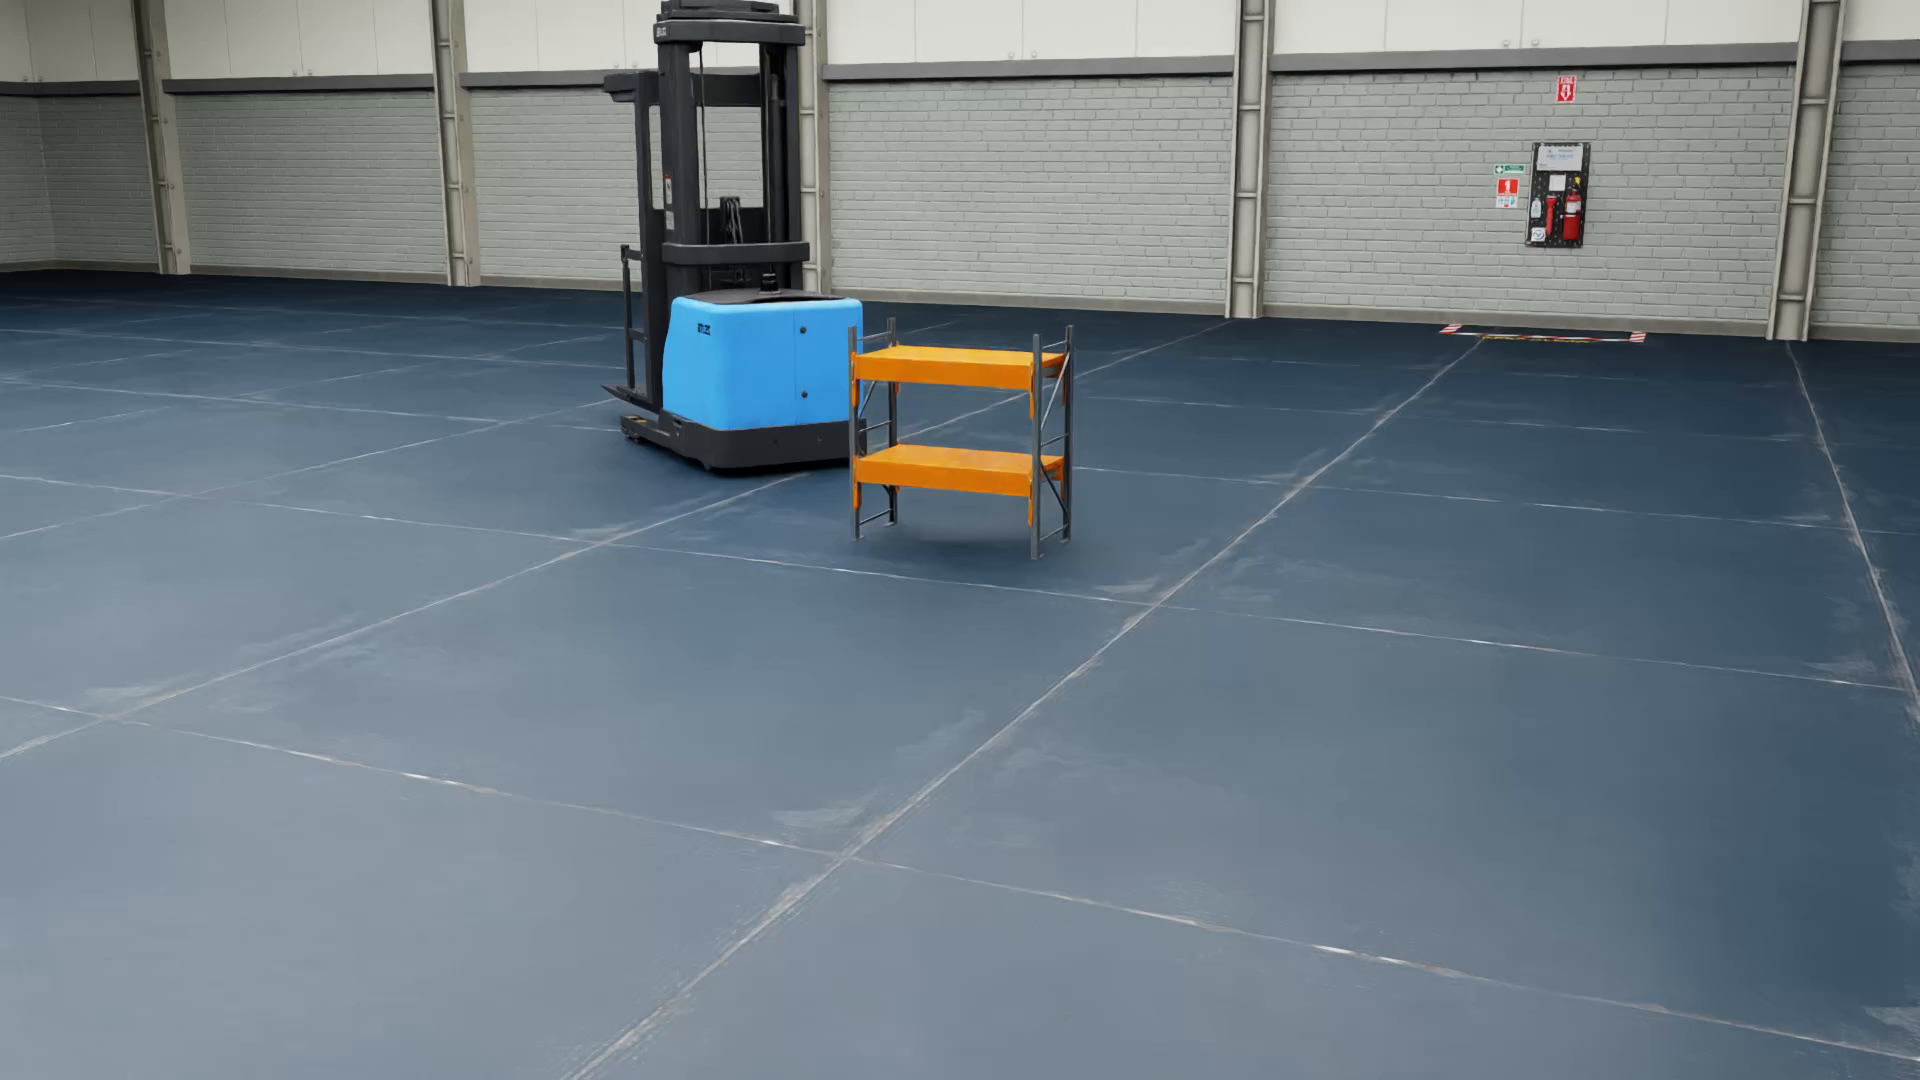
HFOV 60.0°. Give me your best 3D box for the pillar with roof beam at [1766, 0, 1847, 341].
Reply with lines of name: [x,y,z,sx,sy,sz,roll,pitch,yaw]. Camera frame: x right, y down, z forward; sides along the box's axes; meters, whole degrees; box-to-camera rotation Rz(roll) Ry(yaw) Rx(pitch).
pillar with roof beam: [7.227,-5.664,13.193,0.400,9.000,9.100,6,14,23]

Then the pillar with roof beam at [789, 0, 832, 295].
pillar with roof beam: [-3.745,-6.774,17.925,0.400,9.000,9.100,6,14,23]

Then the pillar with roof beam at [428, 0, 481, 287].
pillar with roof beam: [-9.230,-7.329,20.291,0.400,9.000,9.100,6,14,23]

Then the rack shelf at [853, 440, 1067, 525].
rack shelf: [0.006,-0.309,8.680,1.000,0.278,0.538,6,14,23]

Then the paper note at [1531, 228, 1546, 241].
paper note: [6.593,-3.481,18.951,0.142,0.148,0.016,6,14,23]

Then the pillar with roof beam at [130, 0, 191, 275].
pillar with roof beam: [-14.716,-7.884,22.657,0.400,9.000,9.100,6,14,23]

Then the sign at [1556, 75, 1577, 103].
sign: [6.760,-5.029,18.546,0.199,0.298,0.001,6,14,23]

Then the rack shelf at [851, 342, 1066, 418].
rack shelf: [0.006,-0.832,8.557,1.000,0.278,0.538,6,14,23]

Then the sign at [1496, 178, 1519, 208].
sign: [6.263,-3.969,19.025,0.234,0.329,0.001,6,14,23]

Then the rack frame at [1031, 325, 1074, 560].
rack frame: [0.471,-0.500,8.423,0.032,1.125,0.500,6,14,23]

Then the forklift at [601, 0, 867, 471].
forklift: [-1.761,-2.152,11.511,1.130,2.935,3.031,-7,15,-28]

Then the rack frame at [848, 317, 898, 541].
rack frame: [-0.459,-0.594,8.824,0.032,1.125,0.500,6,14,23]

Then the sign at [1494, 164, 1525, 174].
sign: [6.264,-4.225,18.955,0.331,0.109,0.001,6,14,23]

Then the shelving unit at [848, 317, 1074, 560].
shelving unit: [0.006,-0.547,8.624,1.048,1.125,0.538,6,14,23]

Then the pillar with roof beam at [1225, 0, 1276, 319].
pillar with roof beam: [1.741,-6.219,15.559,0.400,9.000,9.100,6,14,23]

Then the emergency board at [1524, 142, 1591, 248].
emergency board: [6.727,-3.879,18.719,0.643,1.169,0.194,6,14,23]
